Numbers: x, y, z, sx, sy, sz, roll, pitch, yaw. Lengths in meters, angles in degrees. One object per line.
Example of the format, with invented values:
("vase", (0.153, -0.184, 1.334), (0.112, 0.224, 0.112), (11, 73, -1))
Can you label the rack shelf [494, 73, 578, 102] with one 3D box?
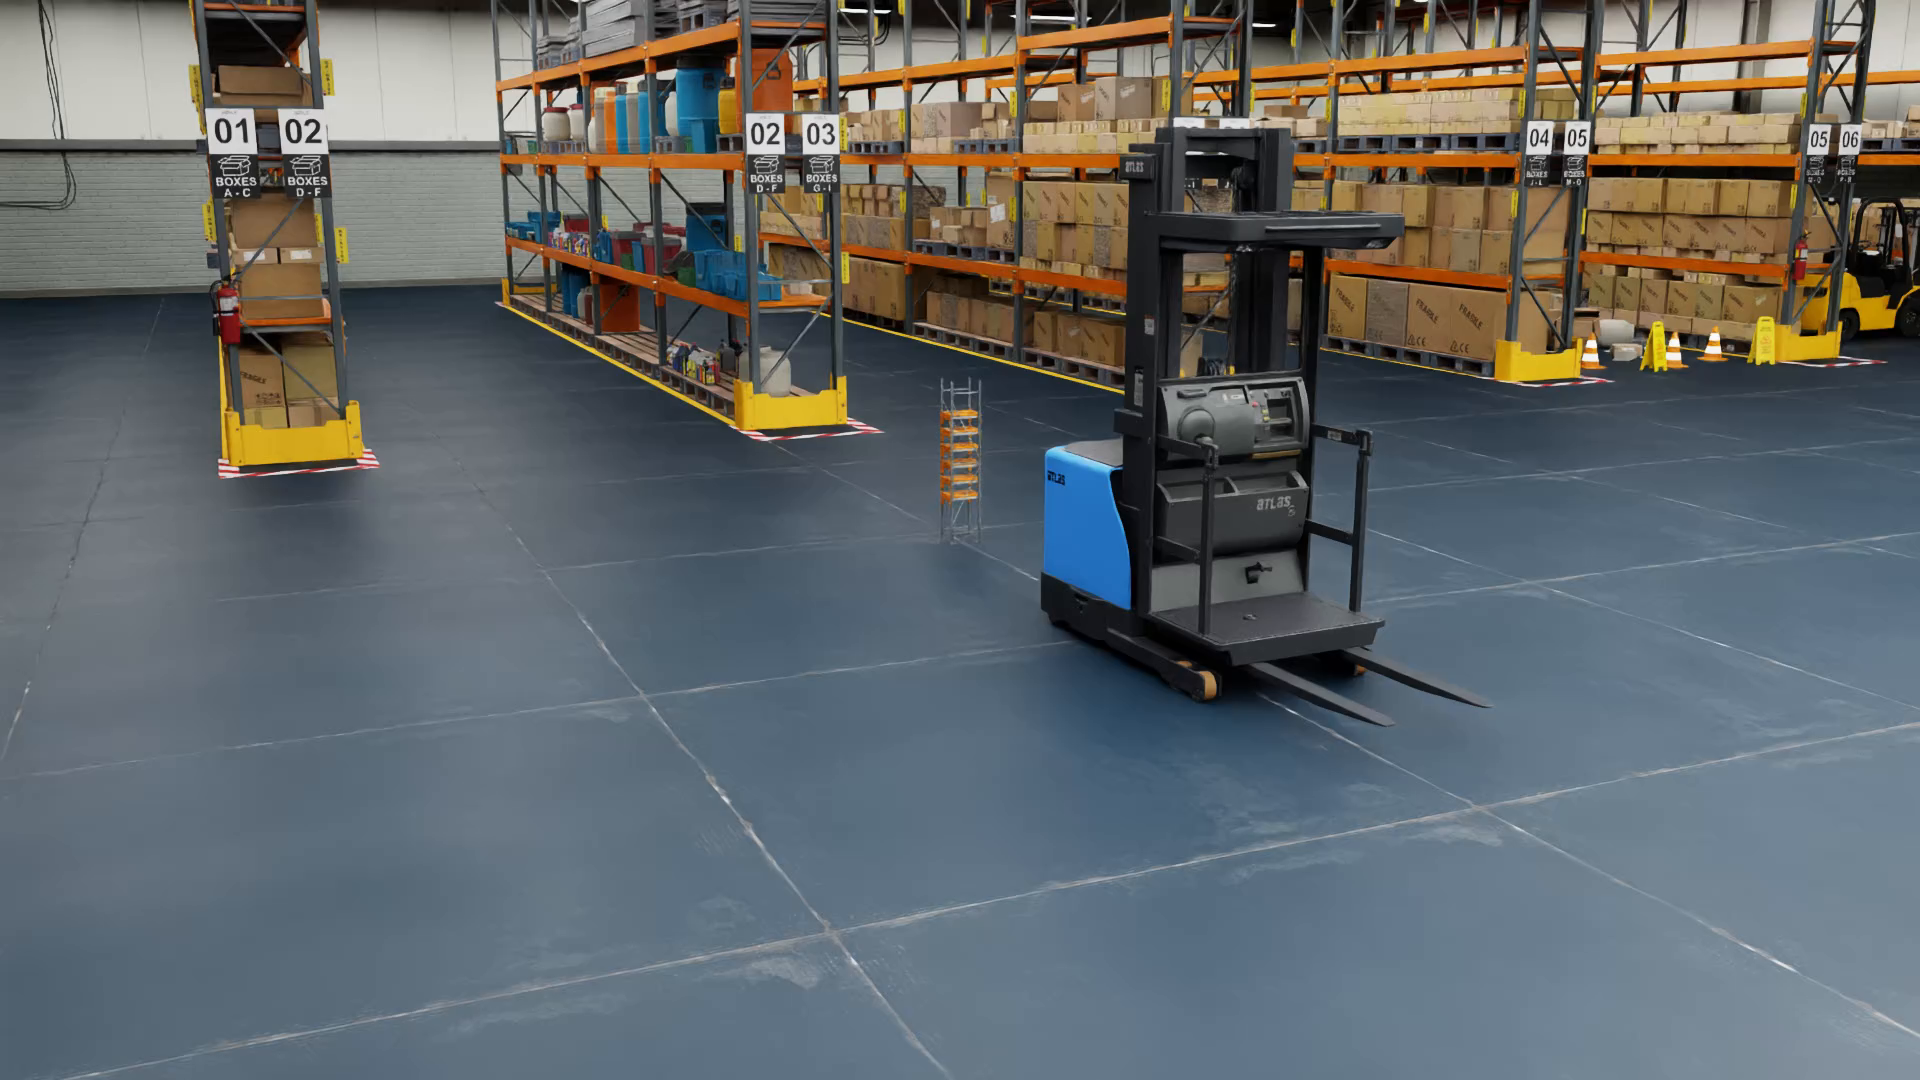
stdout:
("rack shelf", (-7.326, -7.945, 29.223), (1.077, 0.370, 4.000), (-6, 14, -23))

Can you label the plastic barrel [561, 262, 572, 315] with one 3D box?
("plastic barrel", (-6.322, -4.223, 27.685), (0.600, 0.901, 0.708), (-6, 14, -23))

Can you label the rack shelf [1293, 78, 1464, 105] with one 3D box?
("rack shelf", (7.895, -8.461, 31.452), (1.077, 0.370, 4.000), (-6, 14, -23))

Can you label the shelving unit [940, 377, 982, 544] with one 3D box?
("shelving unit", (0.006, -0.582, 12.222), (0.258, 1.200, 0.189), (-6, 14, -23))

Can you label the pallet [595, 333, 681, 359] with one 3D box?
("pallet", (-4.647, -2.806, 24.025), (1.003, 0.211, 1.213), (-6, 14, -23))

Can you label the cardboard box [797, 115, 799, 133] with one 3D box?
("cardboard box", (-2.645, -7.754, 31.191), (0.700, 0.500, 0.500), (-5, 14, -20))

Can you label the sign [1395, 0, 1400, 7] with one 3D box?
("sign", (6.322, -7.876, 24.020), (0.100, 0.325, 0.005), (-6, 14, -23))

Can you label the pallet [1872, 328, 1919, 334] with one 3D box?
("pallet", (15.618, -3.514, 27.085), (1.003, 0.211, 1.213), (-6, 14, -23))

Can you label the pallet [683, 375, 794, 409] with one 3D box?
("pallet", (-2.596, -1.748, 19.454), (1.003, 0.211, 1.213), (-6, 14, -23))

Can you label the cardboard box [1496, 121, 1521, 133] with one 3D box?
("cardboard box", (6.962, -5.180, 20.850), (0.380, 0.149, 0.250), (-6, 14, -23))

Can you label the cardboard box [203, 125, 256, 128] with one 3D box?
("cardboard box", (-7.900, -4.710, 17.951), (0.500, 0.500, 0.500), (-4, 14, -18))

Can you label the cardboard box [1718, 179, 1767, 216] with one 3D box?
("cardboard box", (11.300, -4.889, 23.744), (0.700, 0.500, 0.500), (-5, 14, -22))

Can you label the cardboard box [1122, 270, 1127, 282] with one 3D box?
("cardboard box", (2.184, -3.192, 20.066), (0.380, 0.149, 0.250), (-6, 14, -23))

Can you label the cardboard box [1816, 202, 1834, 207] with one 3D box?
("cardboard box", (14.701, -5.710, 28.069), (0.380, 0.149, 0.250), (-5, 14, -22))

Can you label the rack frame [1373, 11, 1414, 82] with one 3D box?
("rack frame", (10.038, -10.695, 38.623), (1.000, 3.000, 0.127), (-6, 14, -23))

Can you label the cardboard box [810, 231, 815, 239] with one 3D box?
("cardboard box", (-2.512, -5.566, 30.323), (0.380, 0.149, 0.250), (-5, 14, -22))

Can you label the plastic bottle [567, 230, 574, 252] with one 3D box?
("plastic bottle", (-6.086, -4.687, 26.080), (0.144, 0.351, 0.185), (-6, 14, -23))

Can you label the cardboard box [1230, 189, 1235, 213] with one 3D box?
("cardboard box", (4.783, -5.434, 26.759), (0.700, 0.500, 0.500), (-6, 14, -24))

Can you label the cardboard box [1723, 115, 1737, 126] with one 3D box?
("cardboard box", (11.162, -6.004, 23.796), (0.380, 0.149, 0.250), (-6, 14, -23))

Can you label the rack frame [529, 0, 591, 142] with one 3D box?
("rack frame", (-6.524, -8.077, 27.311), (1.000, 3.000, 0.127), (-6, 14, -23))

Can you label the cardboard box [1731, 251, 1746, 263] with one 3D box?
("cardboard box", (11.269, -4.050, 23.775), (0.380, 0.149, 0.250), (-6, 14, -24))

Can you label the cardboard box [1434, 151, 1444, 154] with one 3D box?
("cardboard box", (8.667, -6.929, 29.560), (0.380, 0.149, 0.250), (-6, 14, -23))

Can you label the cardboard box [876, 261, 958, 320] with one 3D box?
("cardboard box", (-0.641, -4.089, 27.166), (1.225, 0.875, 0.875), (-6, 14, -26))

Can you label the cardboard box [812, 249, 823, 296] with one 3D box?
("cardboard box", (-2.177, -4.915, 30.733), (0.875, 0.875, 0.875), (-6, 14, -23))

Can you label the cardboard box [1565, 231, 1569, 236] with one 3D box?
("cardboard box", (9.840, -5.007, 26.979), (0.380, 0.149, 0.250), (-5, 14, -22))

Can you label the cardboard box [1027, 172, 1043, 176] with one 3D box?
("cardboard box", (1.536, -7.101, 33.300), (0.500, 0.500, 0.500), (-6, 14, -25))

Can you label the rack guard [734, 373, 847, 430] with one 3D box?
("rack guard", (-1.791, -1.469, 17.607), (1.175, 0.500, 0.348), (-6, 14, -23))

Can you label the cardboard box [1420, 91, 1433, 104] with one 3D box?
("cardboard box", (6.349, -5.884, 22.125), (0.380, 0.149, 0.250), (-6, 14, -23))

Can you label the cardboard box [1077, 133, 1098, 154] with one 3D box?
("cardboard box", (1.788, -4.900, 20.571), (0.500, 0.250, 0.500), (-6, 14, -24))

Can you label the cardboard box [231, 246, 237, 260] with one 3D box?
("cardboard box", (-6.691, -2.709, 15.761), (0.380, 0.149, 0.250), (-5, 14, -22))

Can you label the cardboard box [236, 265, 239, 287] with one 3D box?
("cardboard box", (-7.459, -2.904, 18.043), (0.700, 0.500, 0.500), (-6, 14, -24))

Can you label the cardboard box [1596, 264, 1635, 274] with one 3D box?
("cardboard box", (12.876, -5.174, 32.686), (0.500, 0.500, 0.500), (-5, 14, -21))

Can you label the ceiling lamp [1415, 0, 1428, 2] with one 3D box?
("ceiling lamp", (9.963, -12.341, 32.788), (0.800, 3.185, 2.000), (-6, 14, -23))

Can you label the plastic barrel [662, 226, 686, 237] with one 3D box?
("plastic barrel", (-3.969, -4.026, 22.812), (0.433, 0.535, 0.433), (0, 13, 0))

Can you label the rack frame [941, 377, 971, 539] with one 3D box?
("rack frame", (-0.031, -0.600, 12.303), (0.240, 1.200, 0.006), (-6, 14, -23))

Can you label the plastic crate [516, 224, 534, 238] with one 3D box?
("plastic crate", (-7.802, -5.576, 30.046), (0.416, 0.233, 0.300), (-6, 14, -23))

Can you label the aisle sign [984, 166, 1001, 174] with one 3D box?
("aisle sign", (0.692, -8.110, 34.992), (0.394, 0.787, 0.004), (-6, 14, -23))

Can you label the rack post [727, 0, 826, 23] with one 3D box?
("rack post", (-1.904, -5.522, 17.380), (0.937, 0.300, 0.954), (-4, 14, -17))

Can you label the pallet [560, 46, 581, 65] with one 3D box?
("pallet", (-5.183, -7.116, 24.463), (1.213, 0.211, 1.003), (-6, 14, -23))

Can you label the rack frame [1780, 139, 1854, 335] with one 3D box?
("rack frame", (11.901, -4.017, 23.076), (1.000, 3.000, 0.127), (-6, 14, -23))

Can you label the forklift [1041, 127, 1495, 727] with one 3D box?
("forklift", (1.597, -0.693, 8.863), (1.130, 2.935, 3.031), (-6, 14, -25))

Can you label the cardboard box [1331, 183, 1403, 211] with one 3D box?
("cardboard box", (5.920, -4.896, 24.143), (0.875, 0.550, 0.550), (-6, 14, -23))

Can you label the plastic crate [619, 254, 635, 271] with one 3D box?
("plastic crate", (-4.276, -3.733, 22.315), (0.450, 0.188, 0.662), (-6, 14, -23))

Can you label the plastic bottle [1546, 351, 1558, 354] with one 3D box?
("plastic bottle", (8.377, -2.665, 23.749), (0.133, 0.061, 0.283), (-12, 18, -42))

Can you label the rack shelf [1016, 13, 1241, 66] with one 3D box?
("rack shelf", (2.020, -6.106, 20.399), (1.077, 0.370, 4.000), (-6, 14, -23))

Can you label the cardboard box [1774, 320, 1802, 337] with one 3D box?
("cardboard box", (11.831, -3.074, 24.167), (0.500, 0.250, 0.500), (-6, 14, -23))

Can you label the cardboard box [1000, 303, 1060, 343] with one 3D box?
("cardboard box", (0.992, -3.074, 23.568), (0.700, 0.500, 0.500), (-7, 15, -27))

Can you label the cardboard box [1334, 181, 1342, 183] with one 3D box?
("cardboard box", (7.435, -6.709, 32.267), (0.500, 0.500, 0.500), (-6, 14, -24))

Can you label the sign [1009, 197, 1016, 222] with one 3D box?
("sign", (0.711, -4.462, 22.429), (0.100, 0.325, 0.005), (-6, 14, -23))

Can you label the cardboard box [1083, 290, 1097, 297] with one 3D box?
("cardboard box", (2.652, -4.839, 31.237), (0.500, 0.500, 0.500), (-5, 14, -21))

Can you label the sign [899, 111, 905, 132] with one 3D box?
("sign", (-0.896, -6.479, 25.735), (0.100, 0.325, 0.005), (-6, 14, -23))

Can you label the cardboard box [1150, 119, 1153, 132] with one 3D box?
("cardboard box", (2.427, -4.799, 19.246), (0.380, 0.149, 0.250), (-6, 14, -25))

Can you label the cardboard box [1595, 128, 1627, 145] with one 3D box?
("cardboard box", (10.224, -6.261, 25.792), (0.500, 0.250, 0.500), (-6, 14, -24))

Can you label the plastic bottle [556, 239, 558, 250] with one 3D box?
("plastic bottle", (-6.481, -4.805, 26.920), (0.097, 0.201, 0.097), (0, 13, 0))
